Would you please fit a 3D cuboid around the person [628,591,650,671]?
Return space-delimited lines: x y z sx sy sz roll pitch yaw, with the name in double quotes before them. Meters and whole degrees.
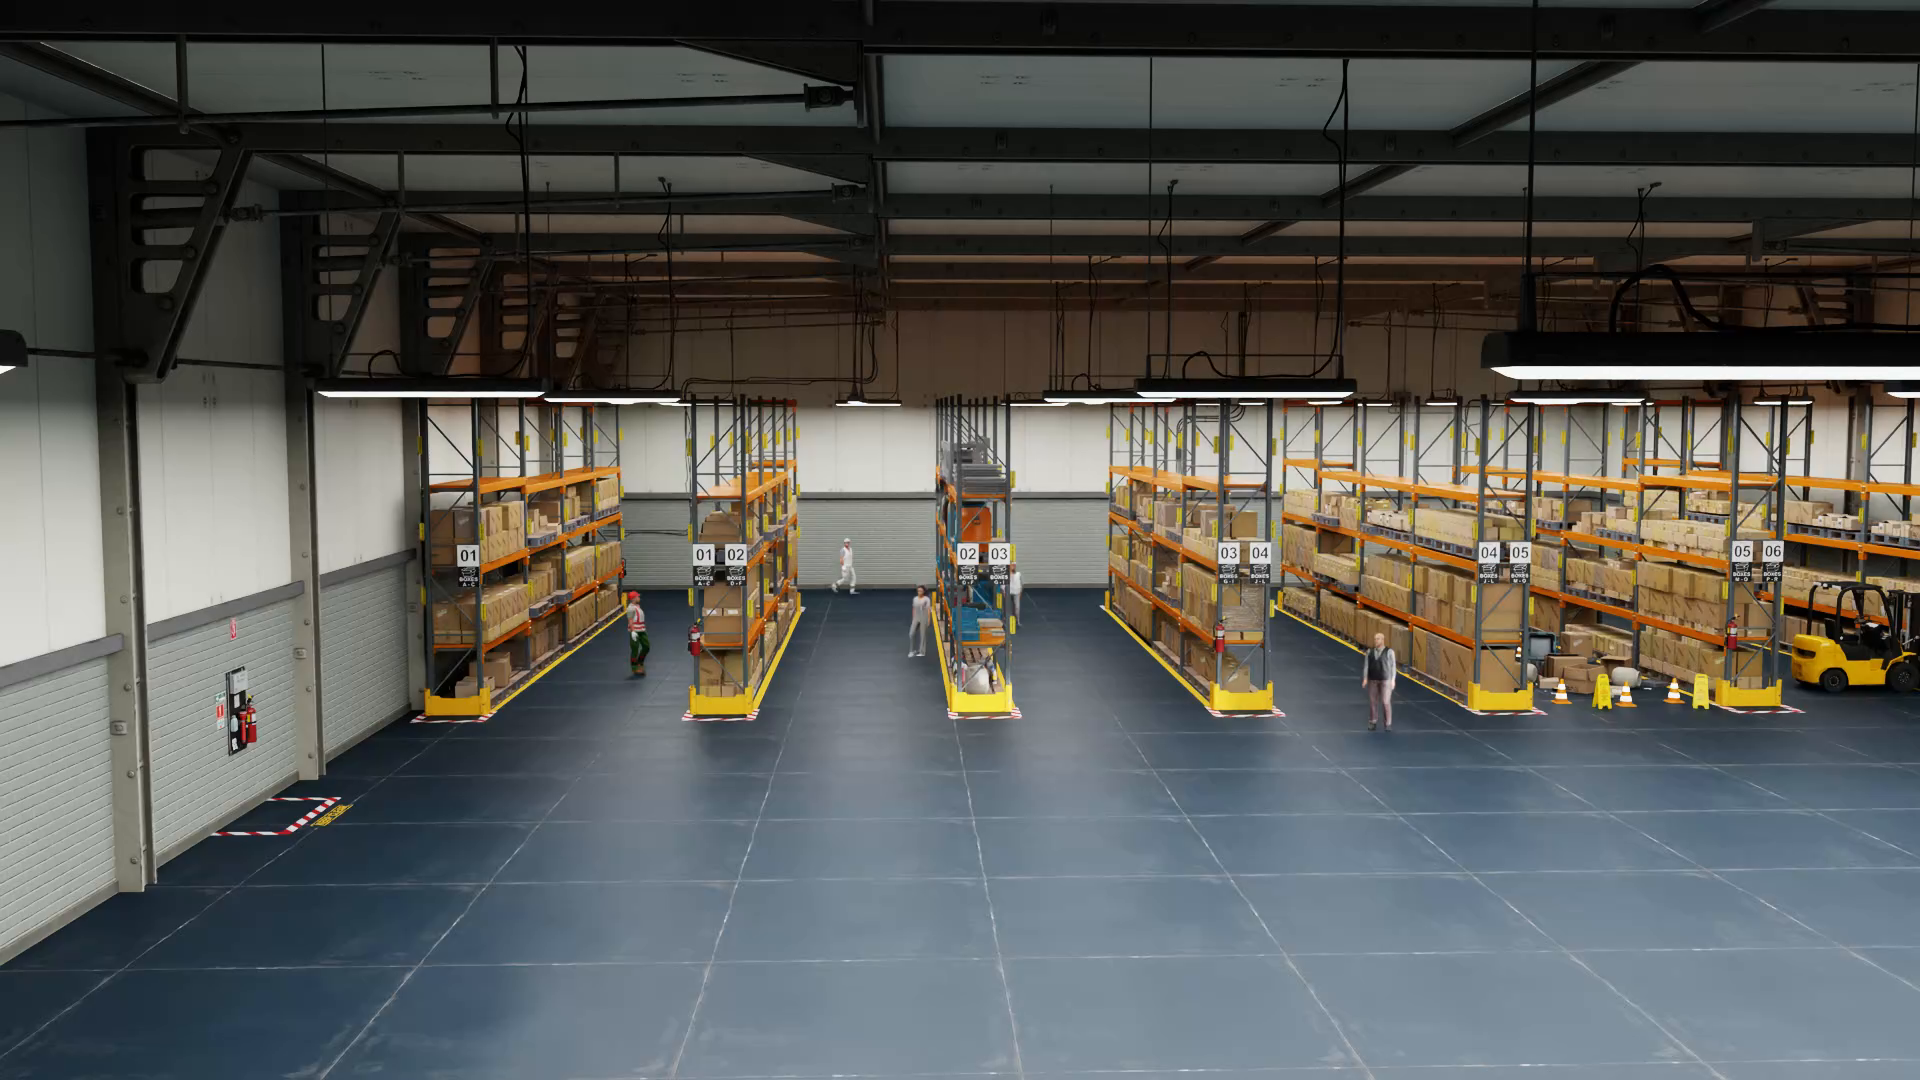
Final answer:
"person" -7.026 1.970 36.089 0.420 1.733 0.556 2 5 28

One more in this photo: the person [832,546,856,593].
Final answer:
"person" -3.562 0.909 51.228 0.704 1.449 0.587 1 5 14

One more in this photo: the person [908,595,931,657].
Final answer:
"person" -0.943 1.999 38.389 0.538 1.442 0.365 2 5 20

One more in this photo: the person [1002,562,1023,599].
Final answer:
"person" 1.392 1.071 43.919 0.599 1.069 0.437 -1 5 -14

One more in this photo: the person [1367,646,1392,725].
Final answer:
"person" 7.481 2.611 29.651 0.444 1.430 0.354 3 5 33
